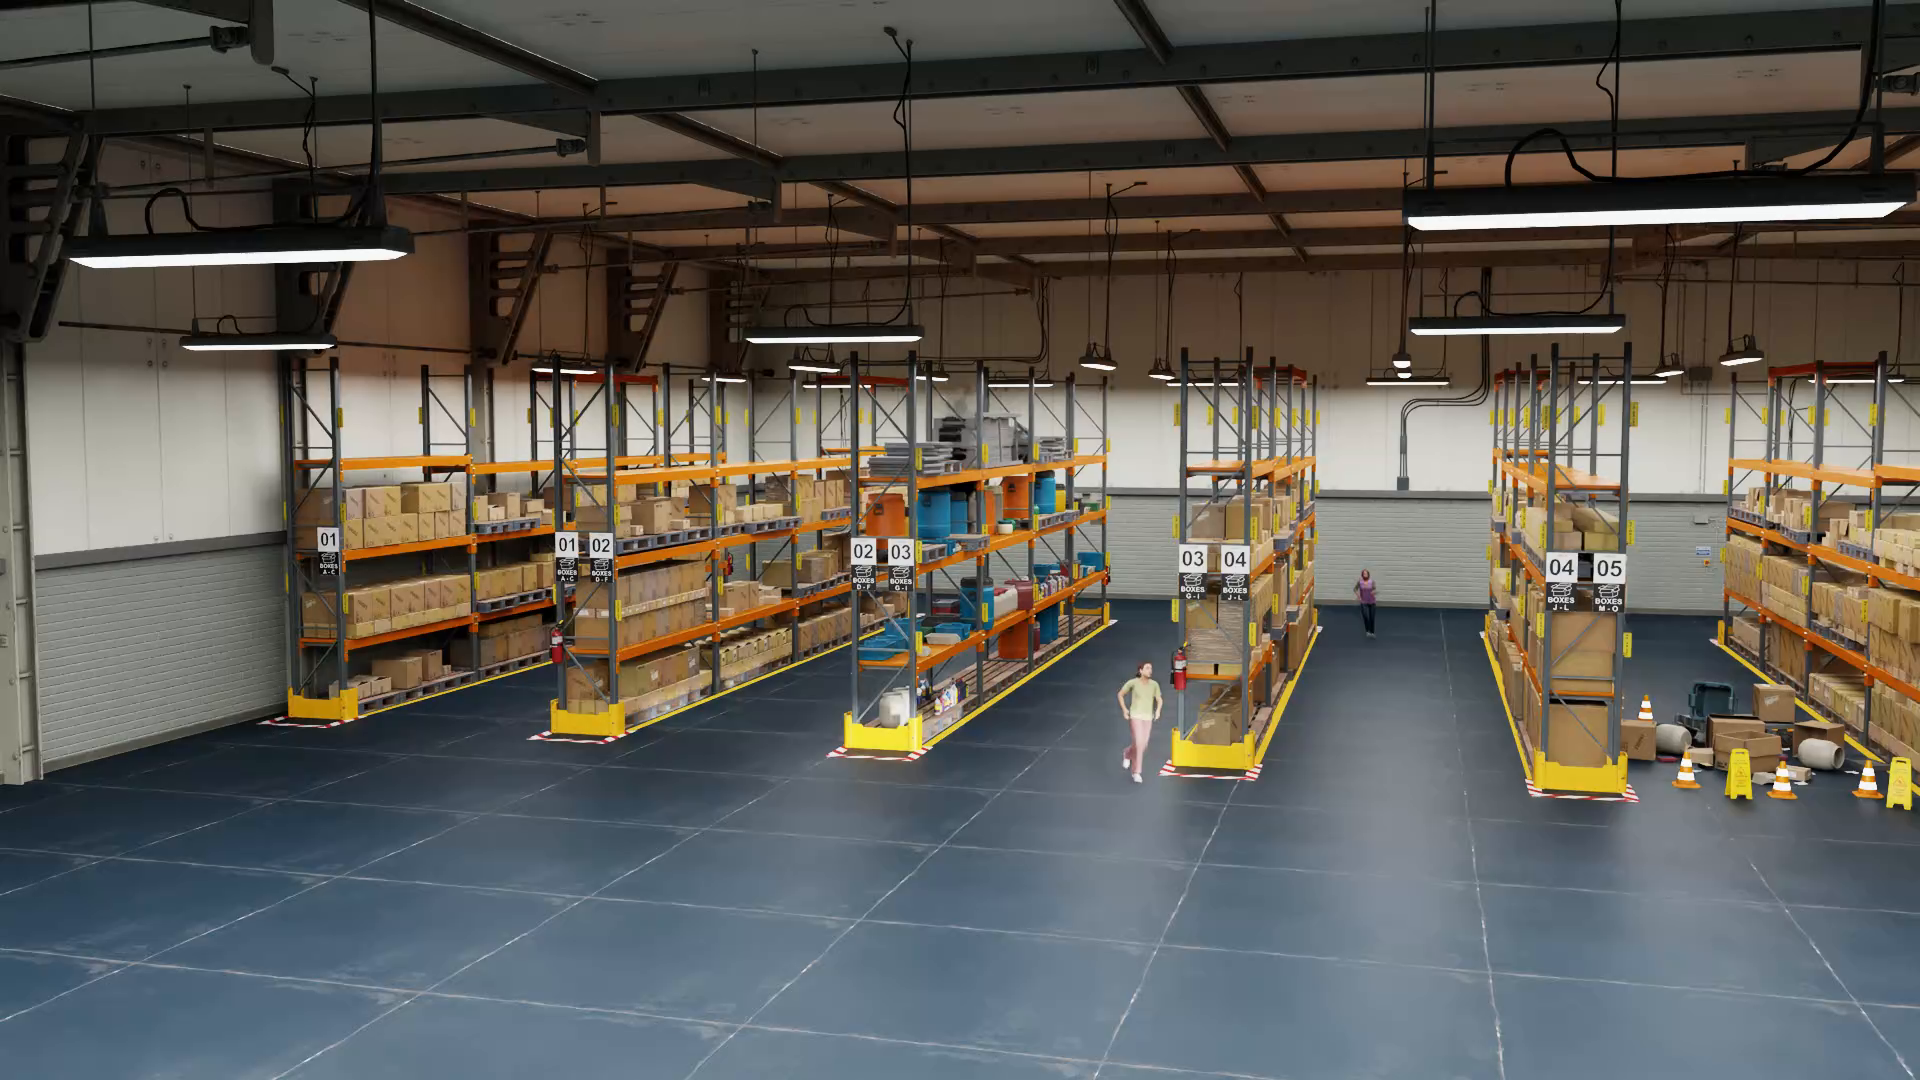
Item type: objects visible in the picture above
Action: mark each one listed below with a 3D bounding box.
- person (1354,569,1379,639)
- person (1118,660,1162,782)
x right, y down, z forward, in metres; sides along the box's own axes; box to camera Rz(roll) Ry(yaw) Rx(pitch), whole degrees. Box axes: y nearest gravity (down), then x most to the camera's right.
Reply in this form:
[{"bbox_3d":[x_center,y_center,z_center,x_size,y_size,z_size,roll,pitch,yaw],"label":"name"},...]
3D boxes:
[{"bbox_3d":[9.205,1.452,37.676,0.539,1.589,0.648,1,4,10],"label":"person"},{"bbox_3d":[2.519,2.494,23.197,0.620,1.646,0.693,-1,4,-17],"label":"person"}]
